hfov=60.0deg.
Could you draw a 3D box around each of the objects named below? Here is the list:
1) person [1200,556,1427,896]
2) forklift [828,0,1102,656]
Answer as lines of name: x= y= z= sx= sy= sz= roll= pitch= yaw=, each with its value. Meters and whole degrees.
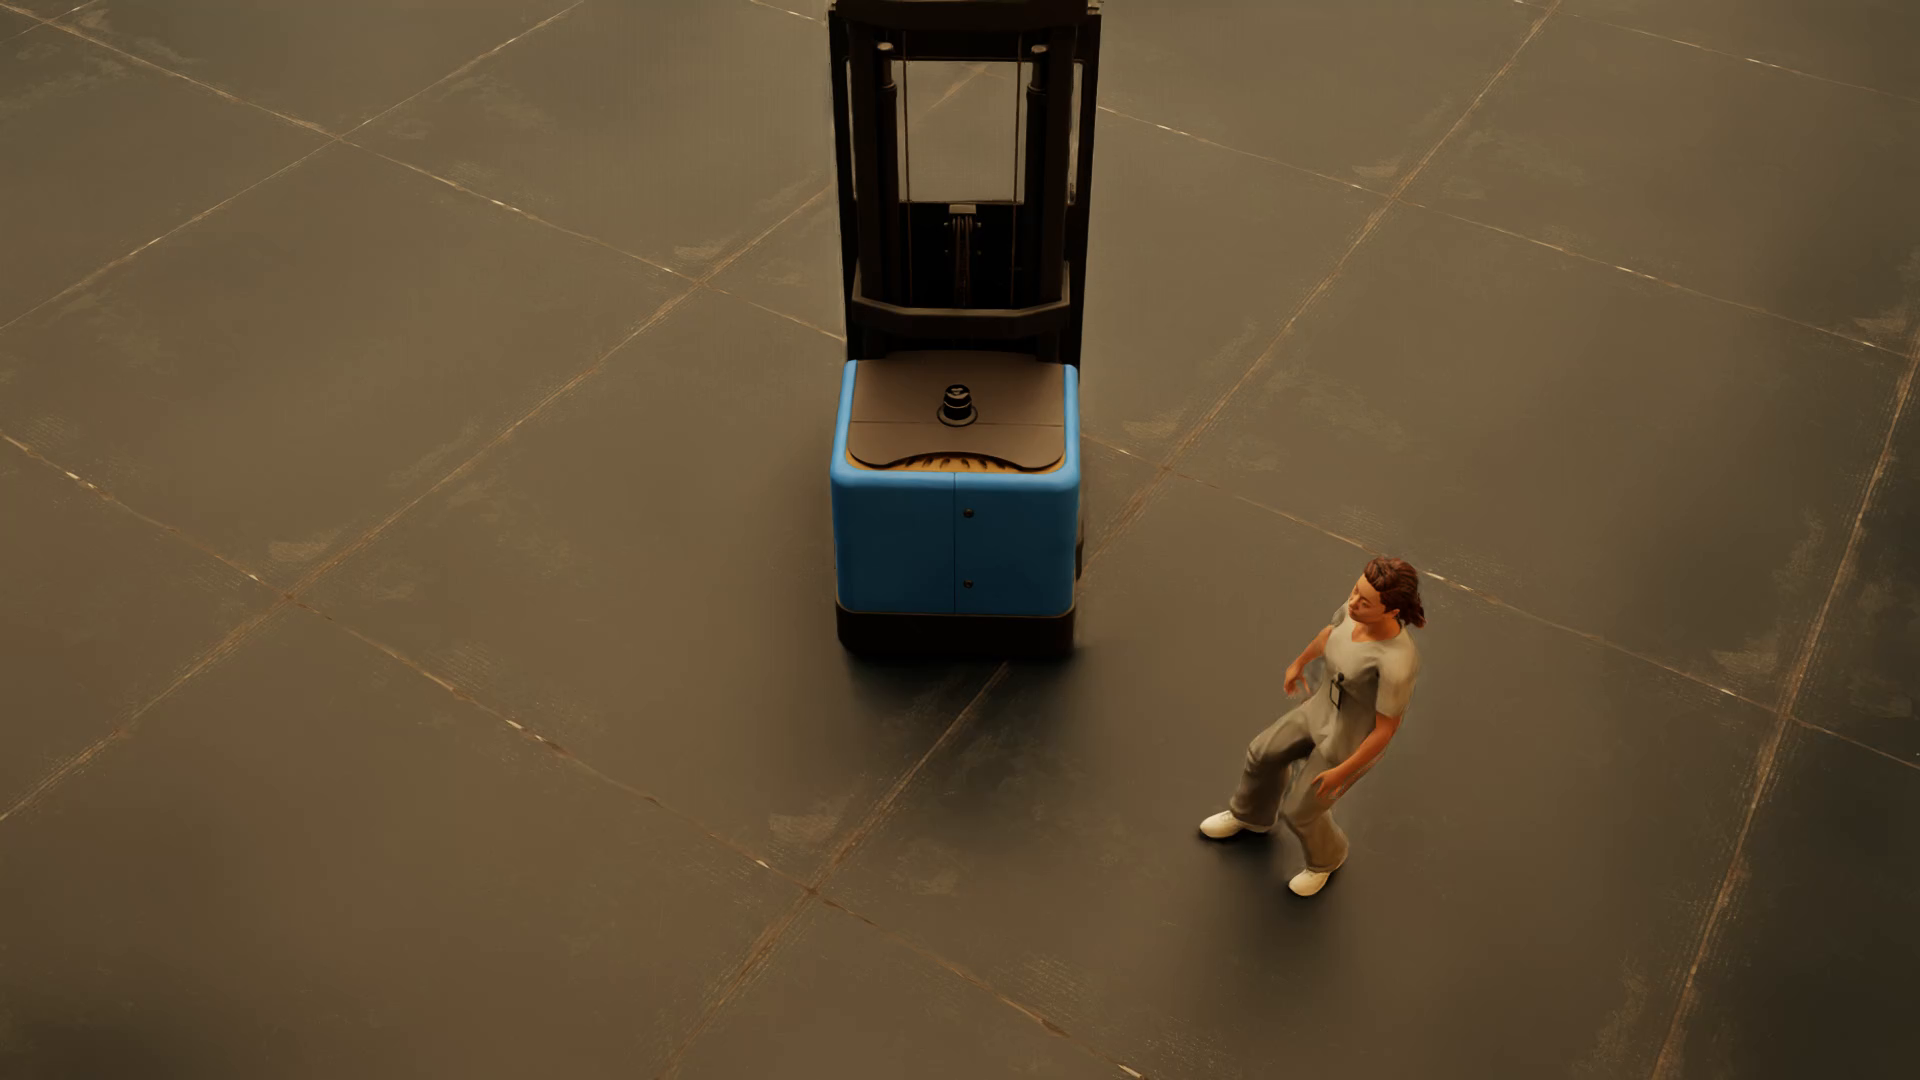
person: x=1.294 y=0.677 z=6.087 sx=0.613 sy=1.635 sz=0.600 roll=-6 pitch=44 yaw=-6
forklift: x=0.028 y=-1.552 z=7.485 sx=1.130 sy=2.935 sz=3.031 roll=1 pitch=43 yaw=1
